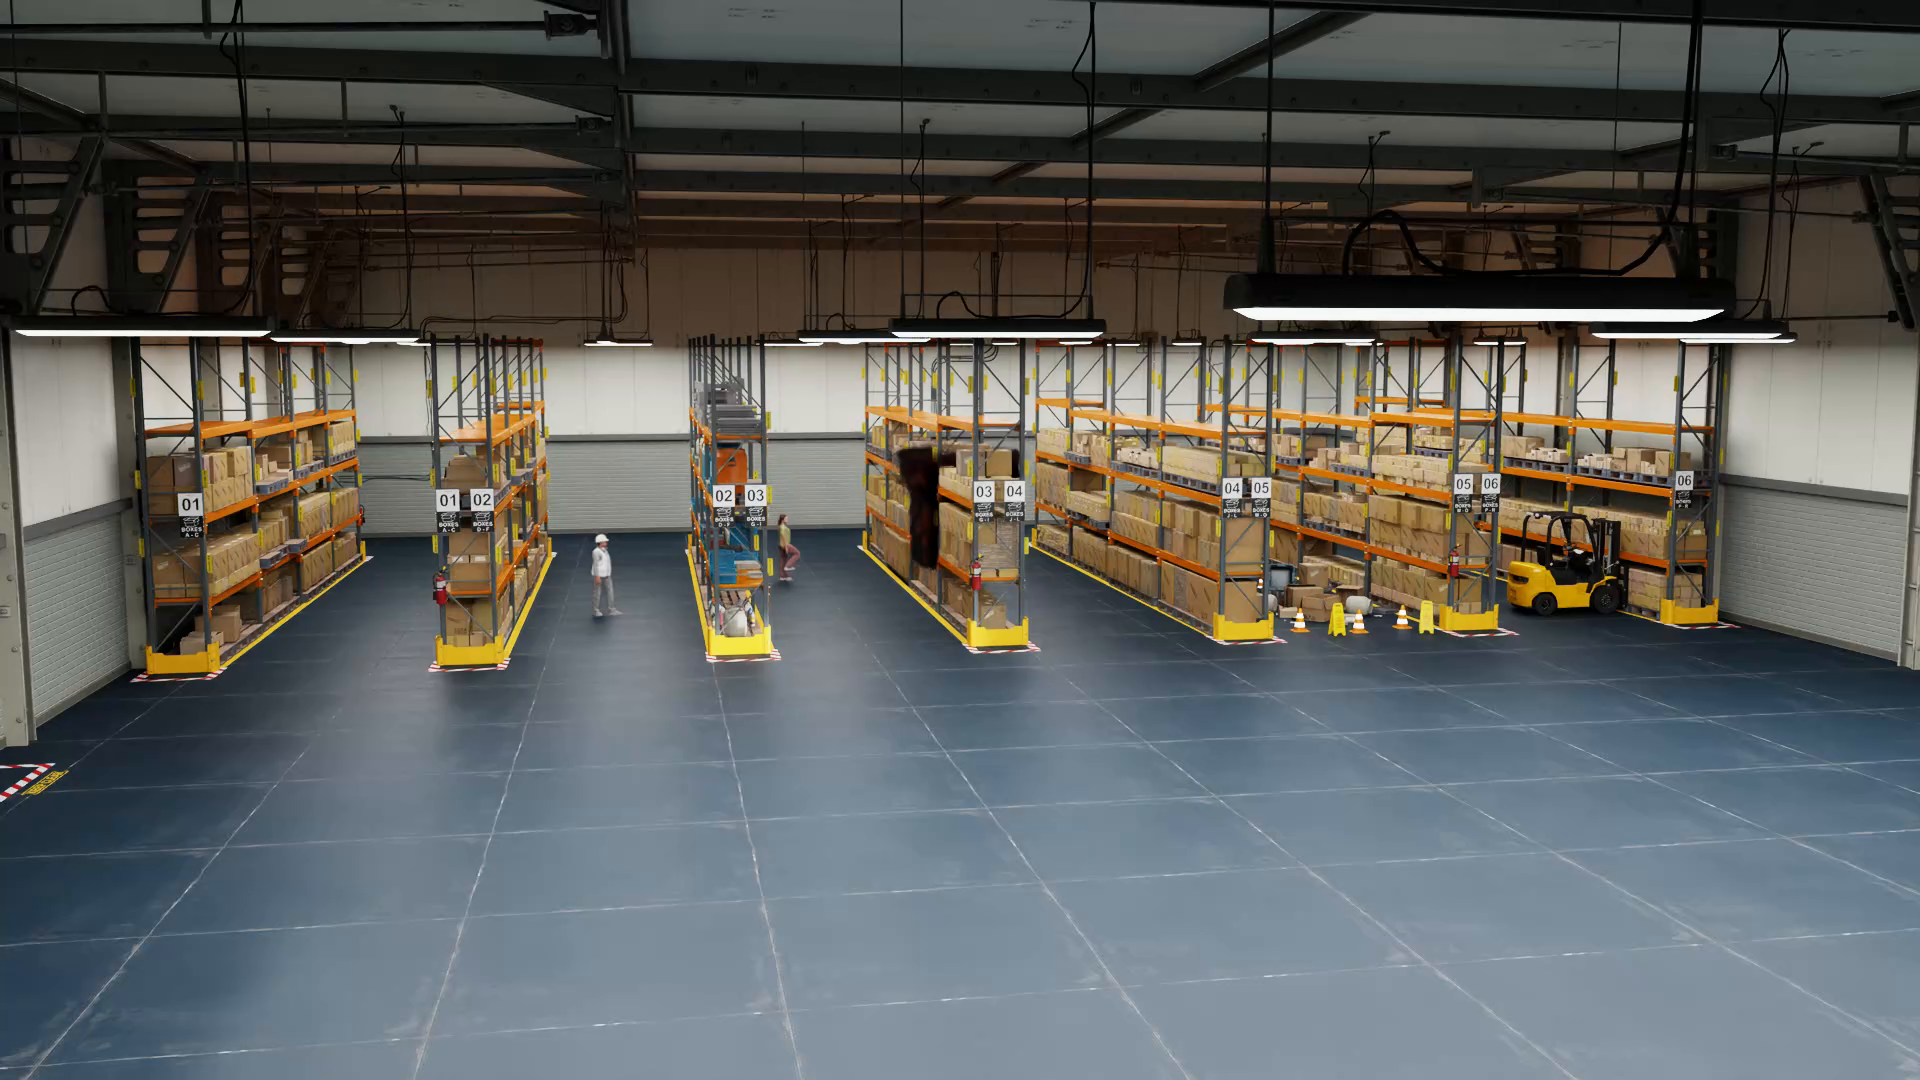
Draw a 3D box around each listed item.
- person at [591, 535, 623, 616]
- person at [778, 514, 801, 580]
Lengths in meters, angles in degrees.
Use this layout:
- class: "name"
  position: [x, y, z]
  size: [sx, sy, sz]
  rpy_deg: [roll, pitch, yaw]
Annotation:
- class: "person"
  position: [-7.656, 0.766, 35.675]
  size: [0.631, 1.770, 0.566]
  rpy_deg: [4, 7, 29]
- class: "person"
  position: [-4.221, 0.183, 41.058]
  size: [0.558, 1.669, 0.503]
  rpy_deg: [-1, 7, -12]
